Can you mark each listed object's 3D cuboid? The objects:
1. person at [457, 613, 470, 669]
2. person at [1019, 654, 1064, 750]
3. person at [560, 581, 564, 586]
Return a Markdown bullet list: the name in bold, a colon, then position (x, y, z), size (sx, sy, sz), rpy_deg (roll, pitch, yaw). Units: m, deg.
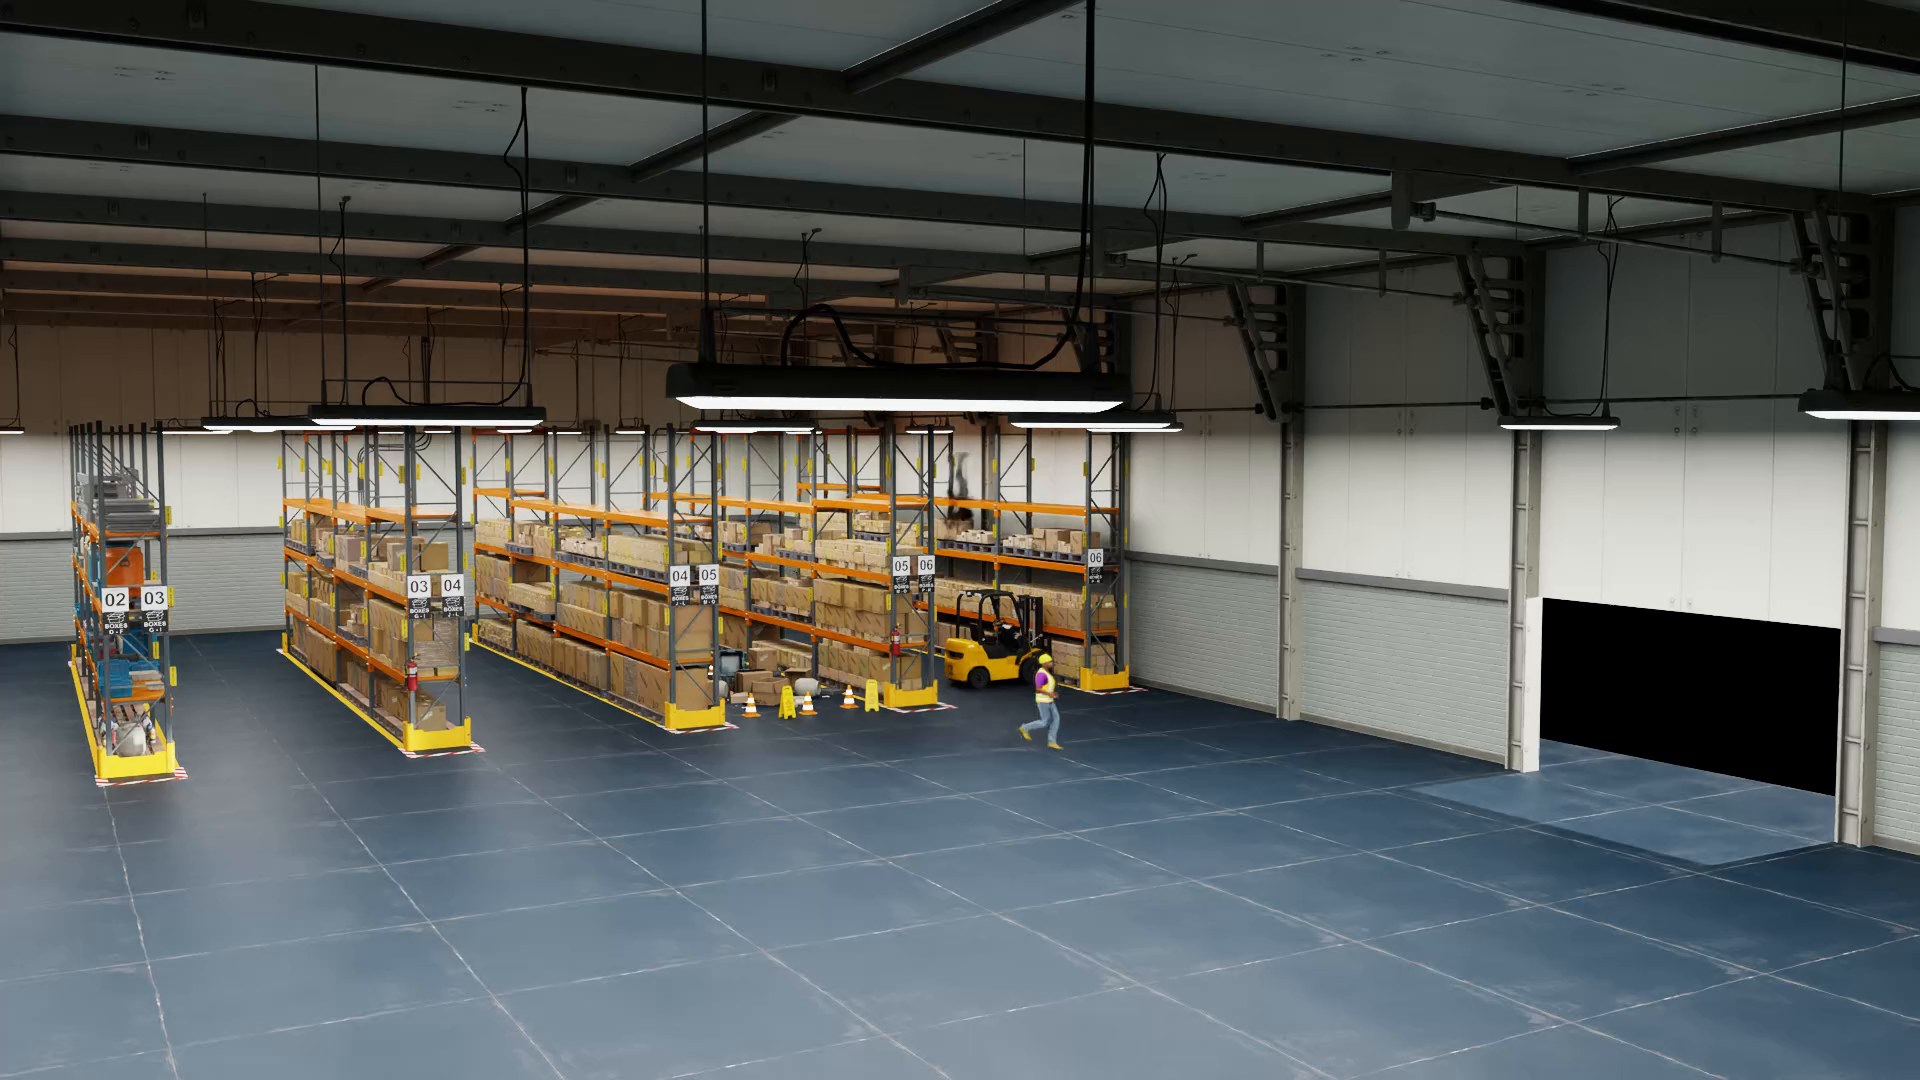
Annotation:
- **person**: position (-12.206, 2.358, 40.230), size (0.658, 1.783, 0.938), rpy_deg (-3, 4, -37)
- **person**: position (1.516, 2.979, 30.612), size (0.825, 1.764, 0.709), rpy_deg (1, 4, 15)
- **person**: position (-10.997, 2.030, 46.670), size (0.680, 1.710, 0.825), rpy_deg (-2, 4, -31)
